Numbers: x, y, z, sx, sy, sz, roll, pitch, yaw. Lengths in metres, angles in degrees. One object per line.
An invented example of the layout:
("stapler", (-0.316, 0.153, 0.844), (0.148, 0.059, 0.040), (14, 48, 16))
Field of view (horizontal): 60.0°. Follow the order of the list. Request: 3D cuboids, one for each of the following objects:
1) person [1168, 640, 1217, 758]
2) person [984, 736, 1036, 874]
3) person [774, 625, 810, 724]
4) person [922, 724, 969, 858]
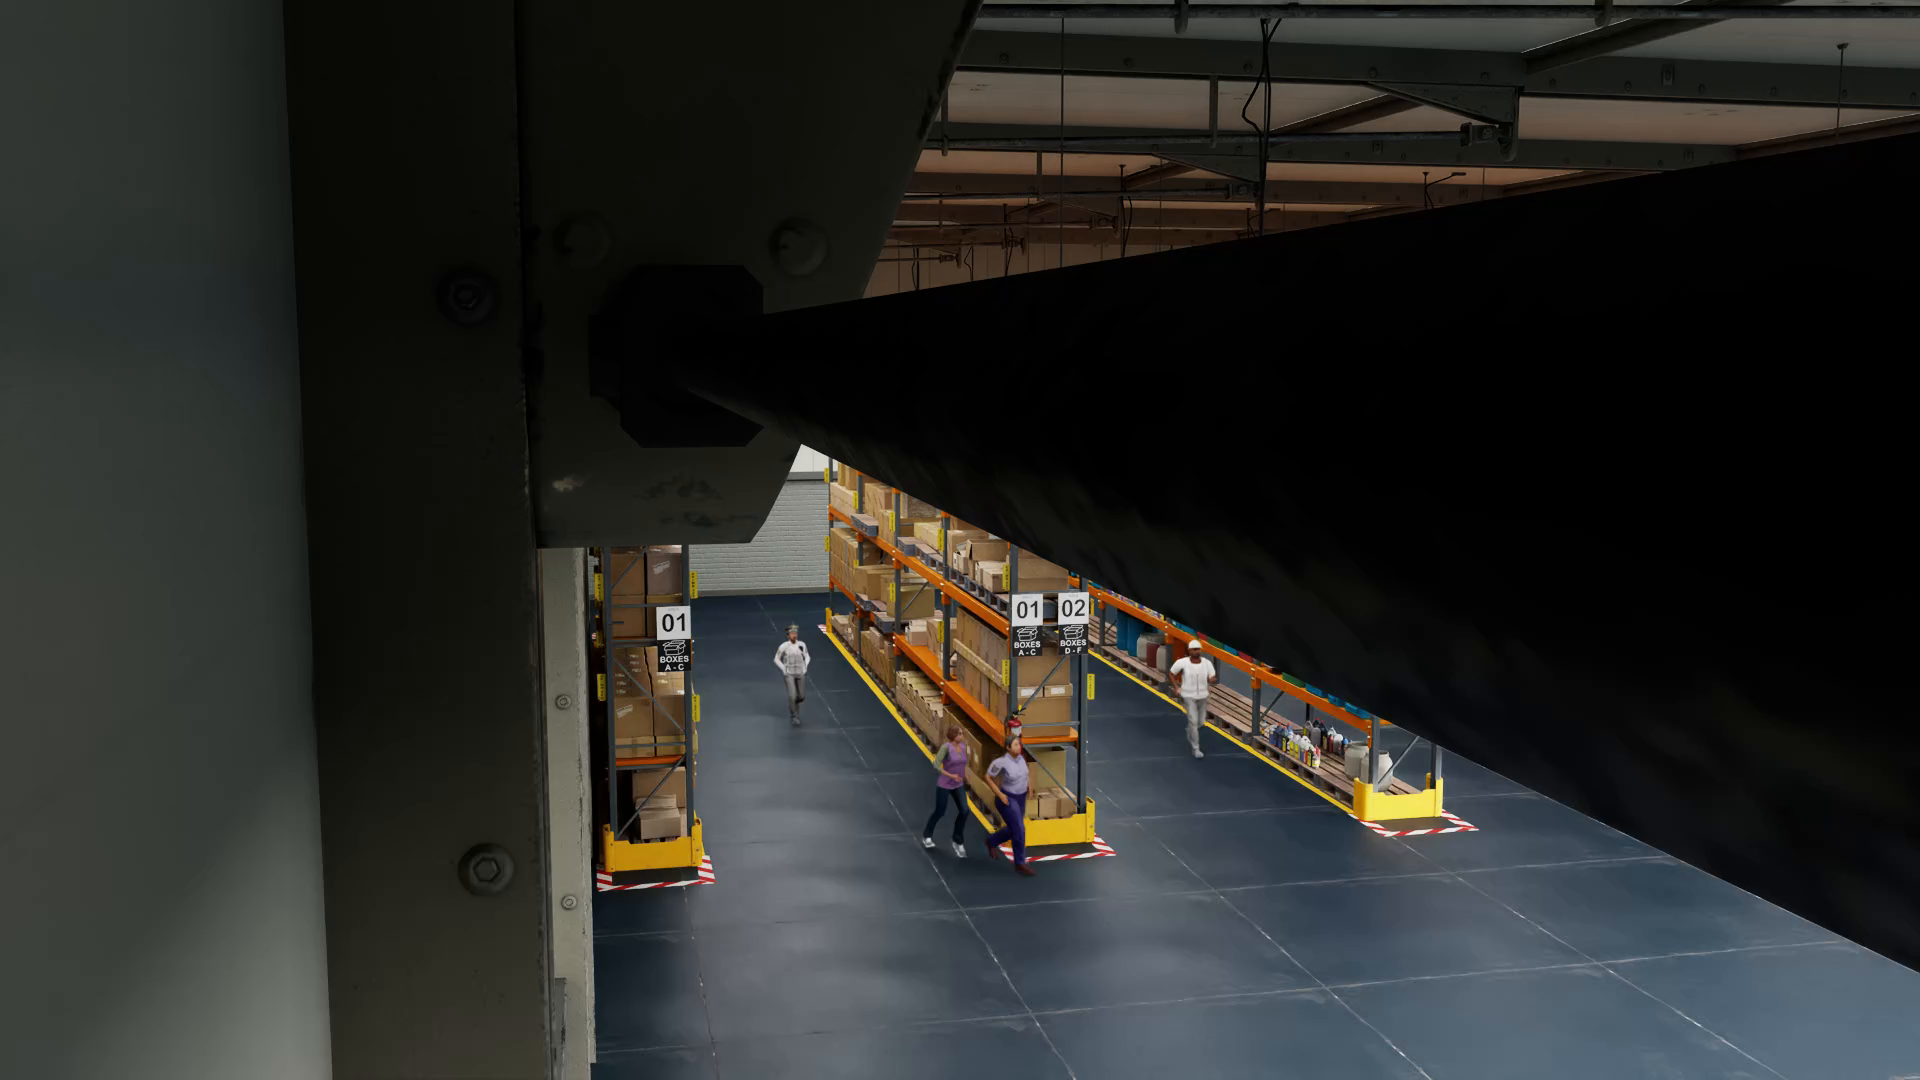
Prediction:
("person", (3.611, 2.408, 25.614), (0.710, 1.747, 0.972), (-2, 7, -12))
("person", (0.607, 3.145, 20.014), (0.835, 1.613, 0.619), (5, 9, 38))
("person", (-2.794, 2.221, 27.751), (0.609, 1.647, 0.588), (-2, 7, -19))
("person", (-0.098, 3.092, 20.718), (0.605, 1.624, 0.645), (-5, 9, -38))
